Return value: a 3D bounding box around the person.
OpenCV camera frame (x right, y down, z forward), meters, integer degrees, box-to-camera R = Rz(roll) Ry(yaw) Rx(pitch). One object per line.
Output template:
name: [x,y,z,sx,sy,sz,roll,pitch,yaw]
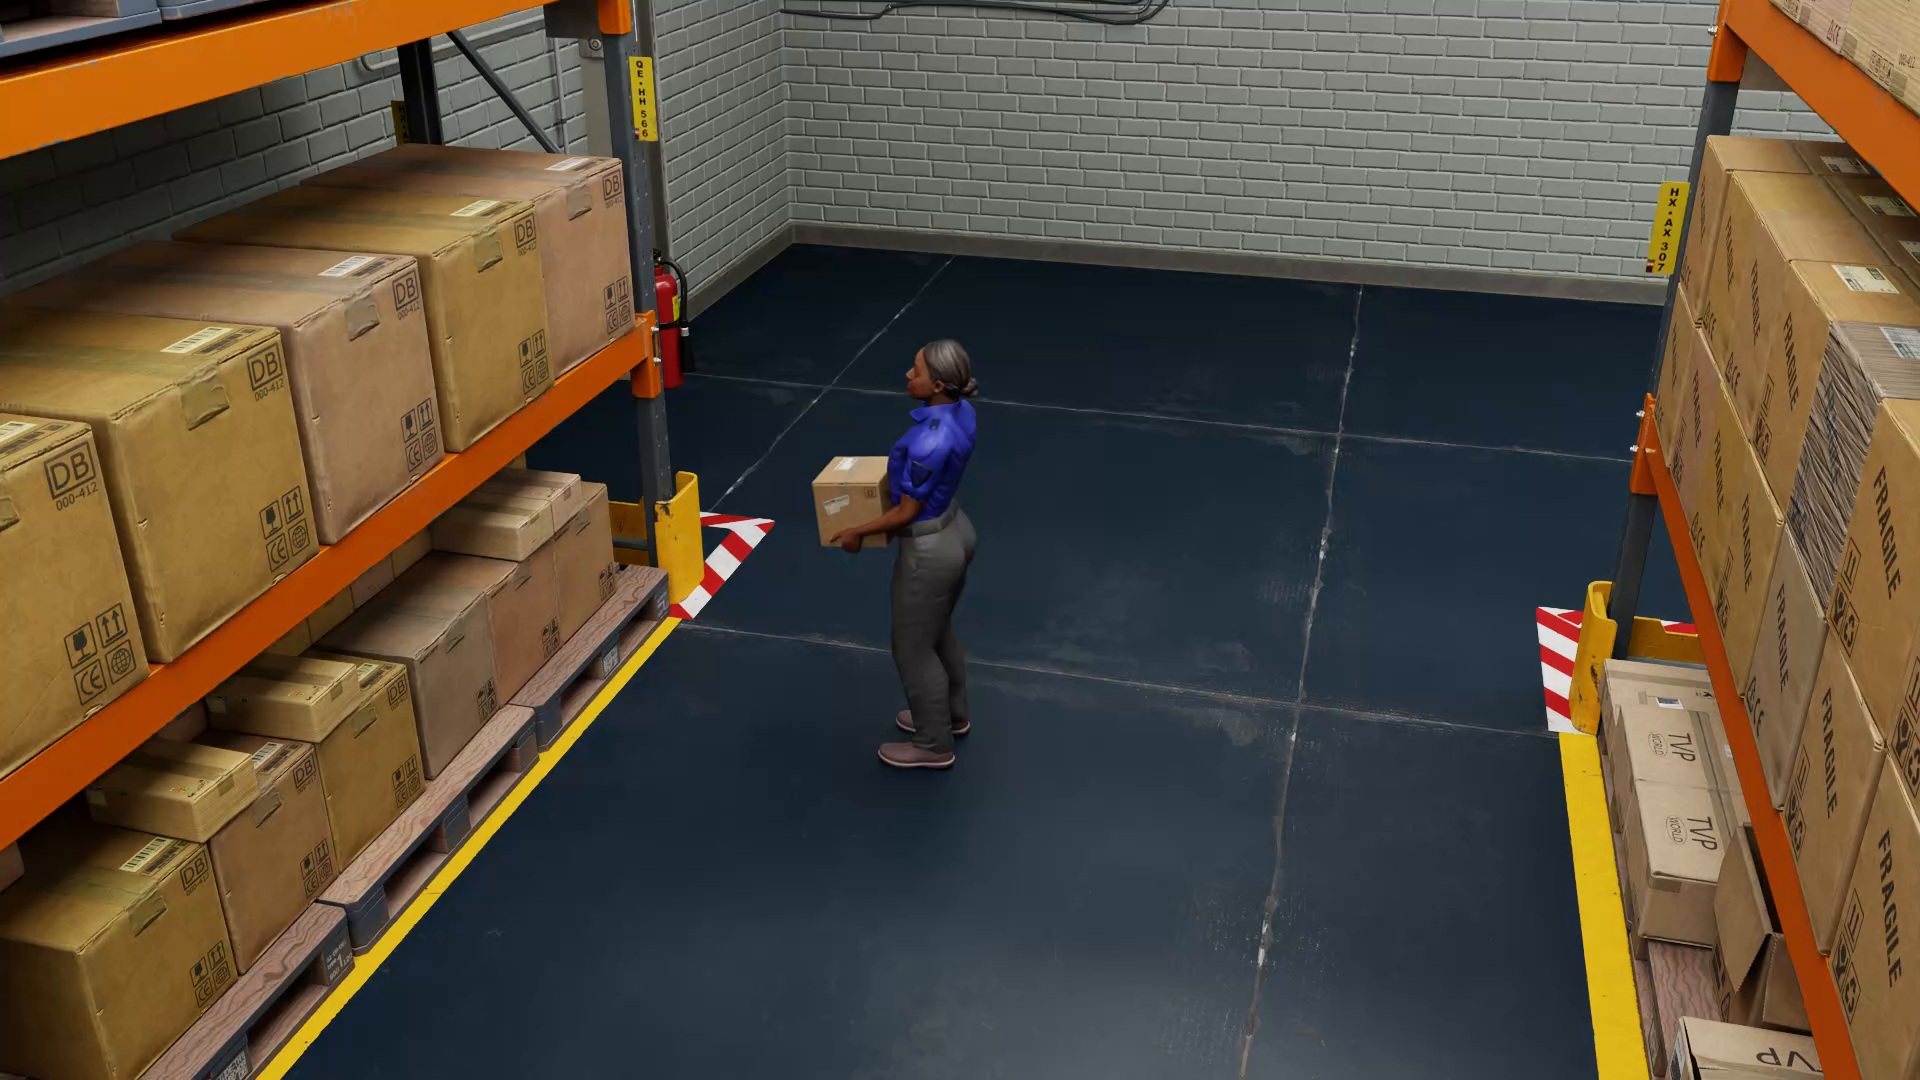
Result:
person: [-0.184,0.042,6.039,0.517,1.646,0.450,7,26,14]
